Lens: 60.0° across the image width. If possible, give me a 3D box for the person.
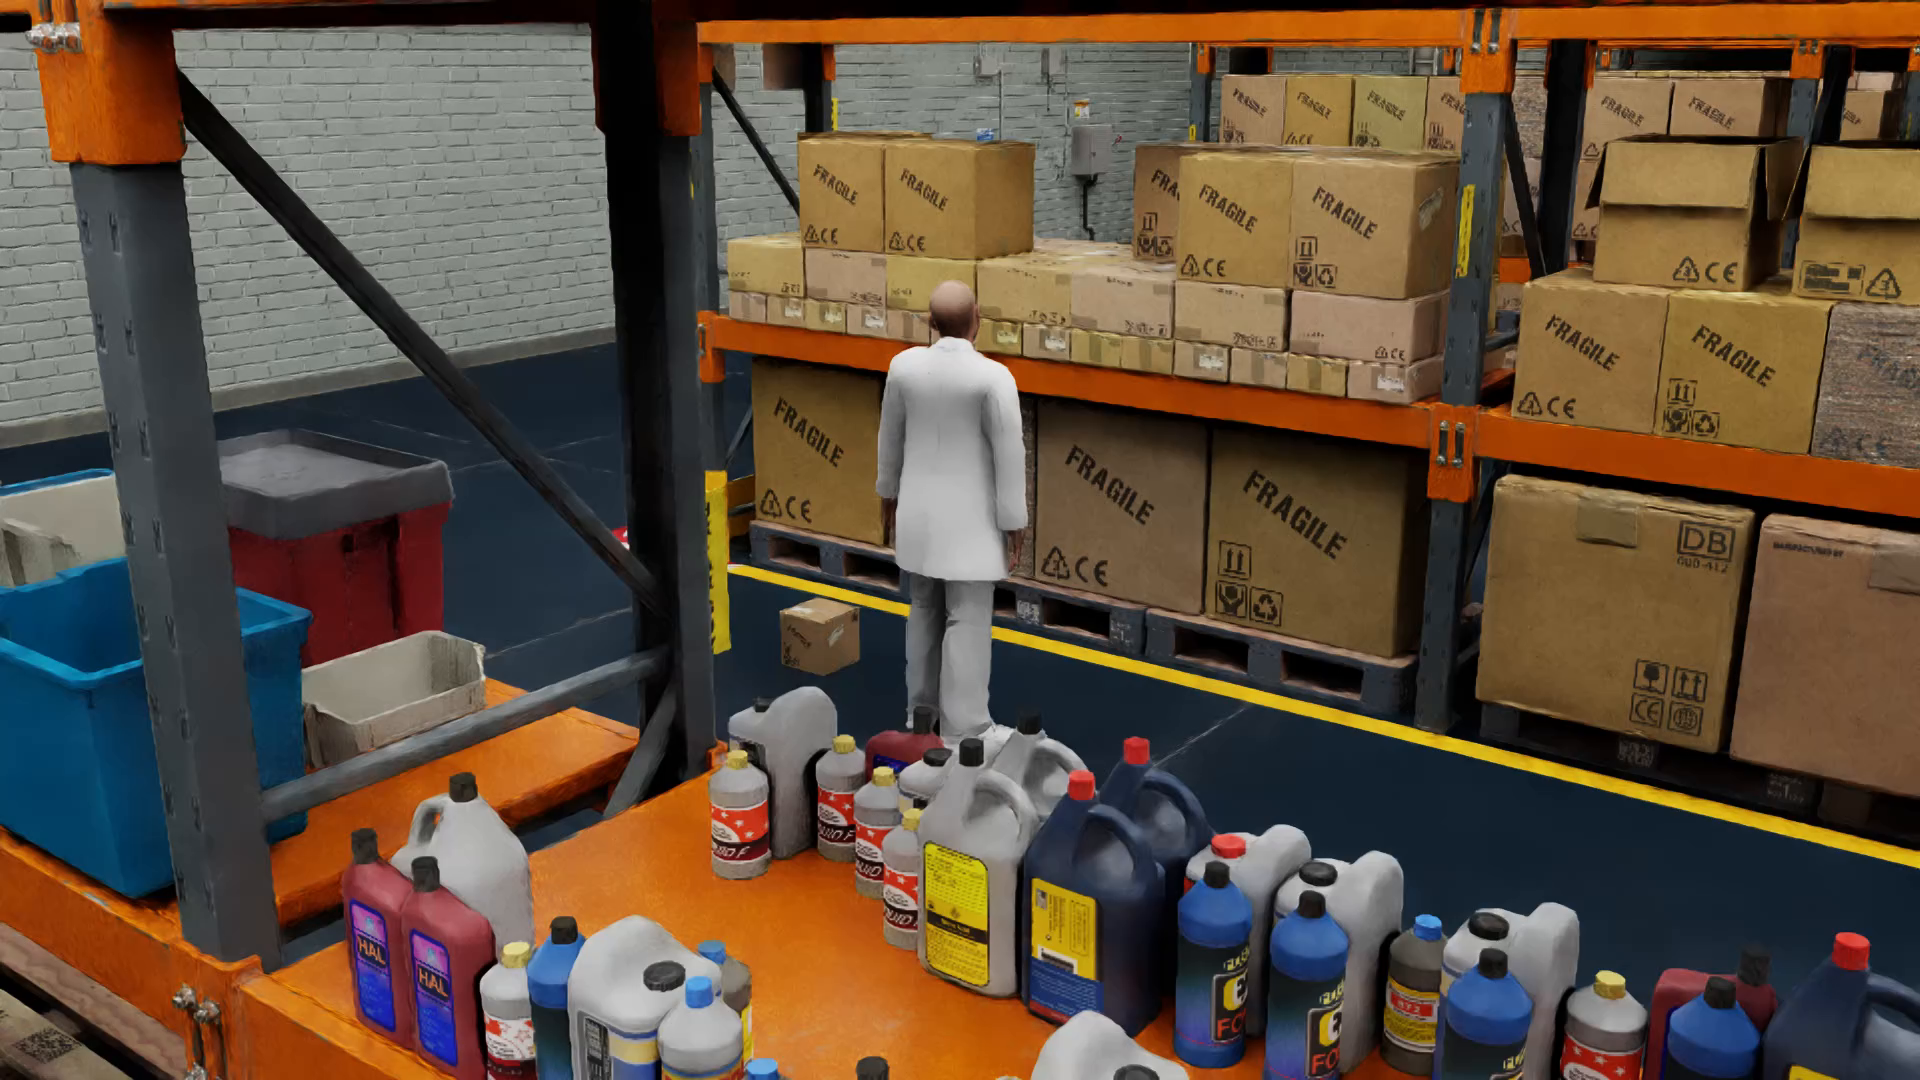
[{"bbox_3d":[-0.025,-0.100,6.328,0.694,1.784,0.503,10,19,31],"label":"person"}]
